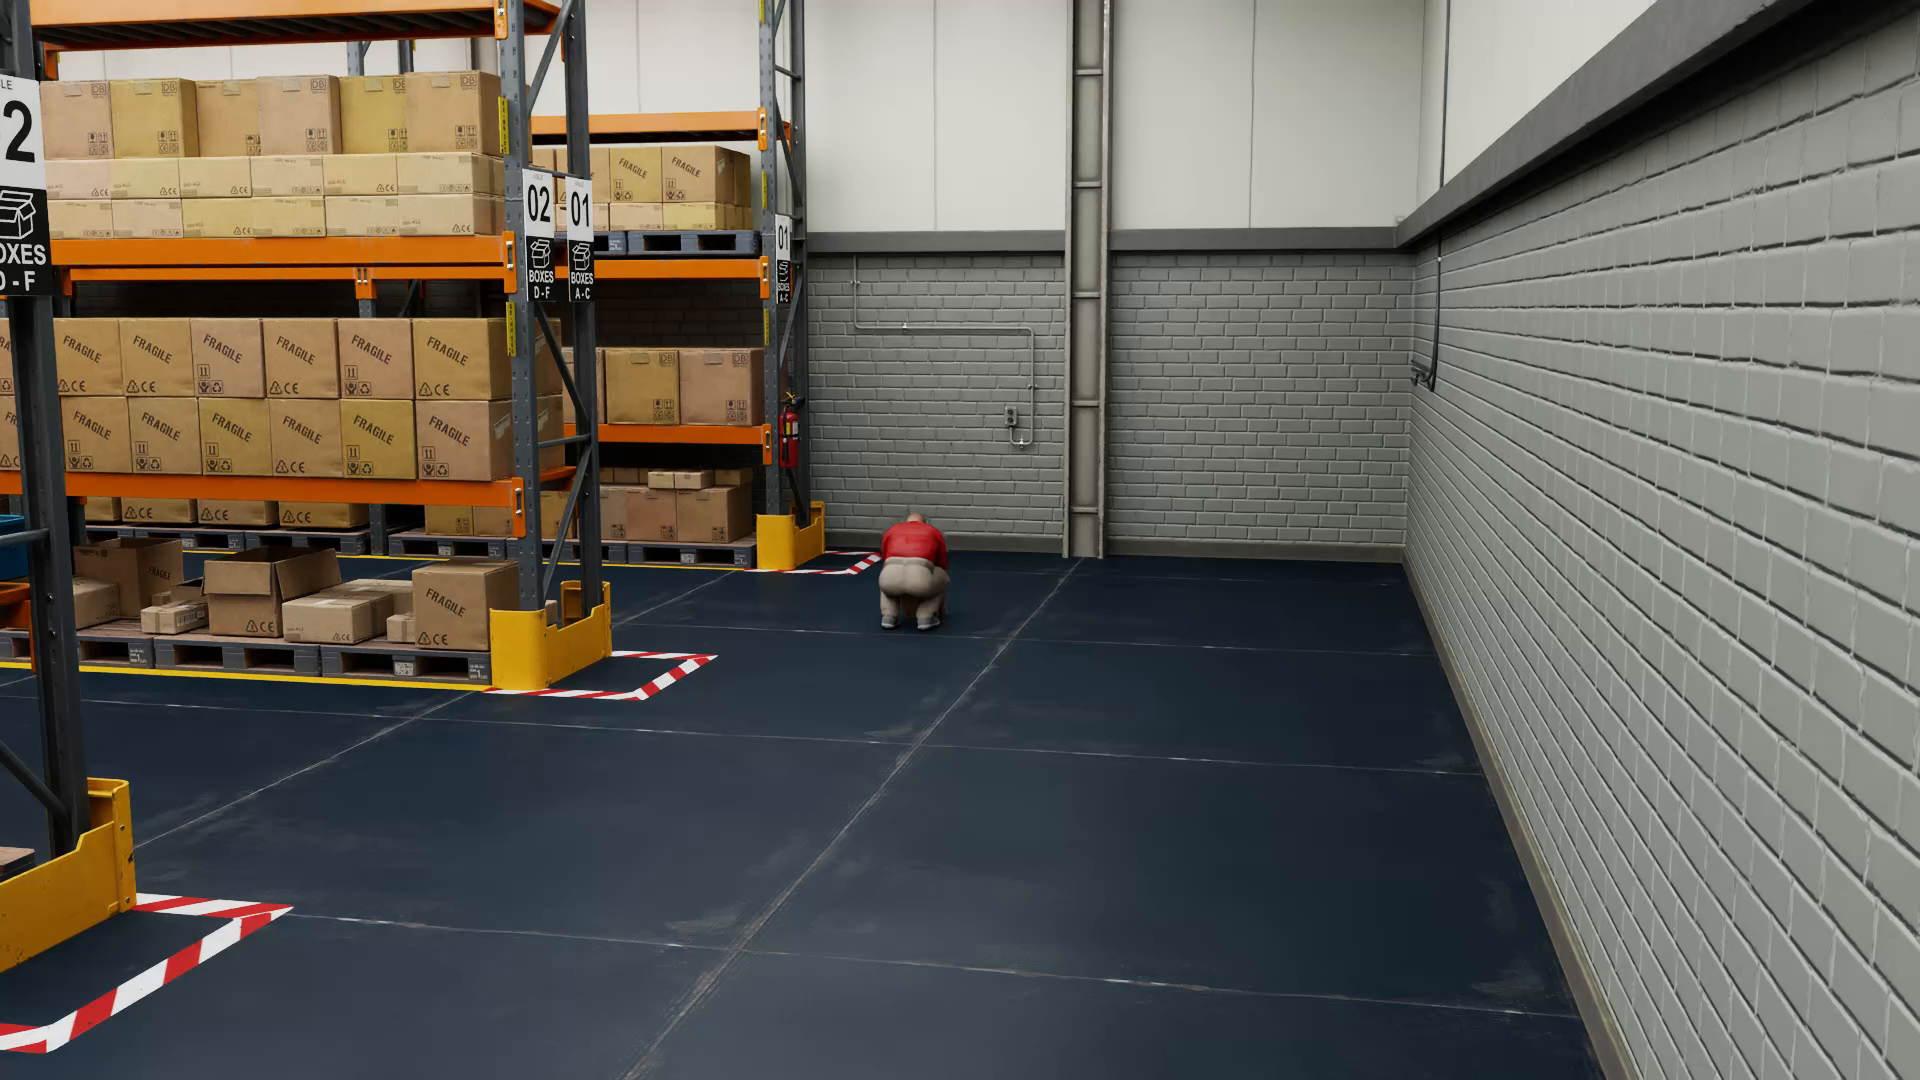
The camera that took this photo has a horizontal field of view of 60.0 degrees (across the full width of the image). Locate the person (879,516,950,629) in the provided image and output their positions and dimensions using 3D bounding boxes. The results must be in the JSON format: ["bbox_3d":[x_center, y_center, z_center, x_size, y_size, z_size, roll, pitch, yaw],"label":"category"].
[{"bbox_3d":[-0.354,0.283,12.577,0.545,0.851,0.892,2,8,11],"label":"person"}]
